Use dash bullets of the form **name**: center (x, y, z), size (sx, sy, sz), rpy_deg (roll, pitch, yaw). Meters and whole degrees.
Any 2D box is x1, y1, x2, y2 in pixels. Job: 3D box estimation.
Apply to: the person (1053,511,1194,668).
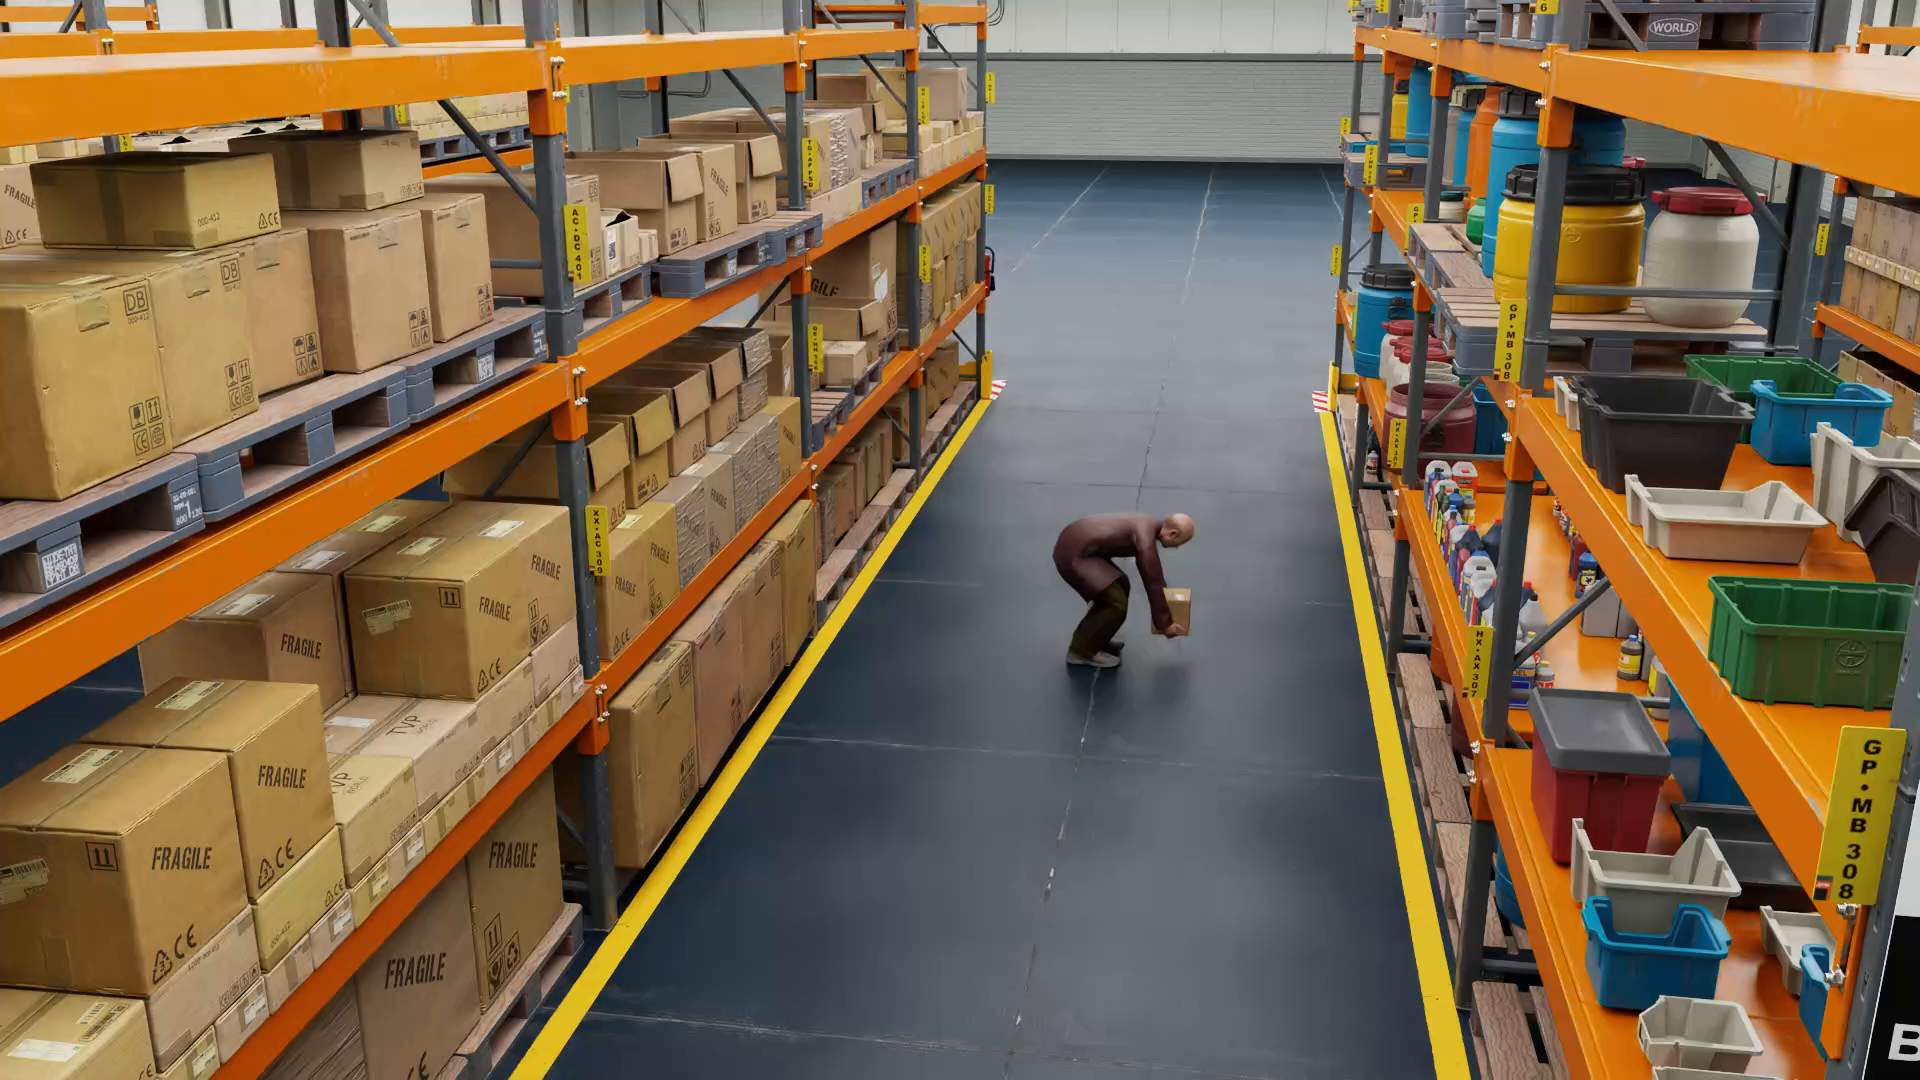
- **person**: center (1.097, 0.319, 11.276), size (0.942, 1.048, 0.592), rpy_deg (2, 18, 6)
